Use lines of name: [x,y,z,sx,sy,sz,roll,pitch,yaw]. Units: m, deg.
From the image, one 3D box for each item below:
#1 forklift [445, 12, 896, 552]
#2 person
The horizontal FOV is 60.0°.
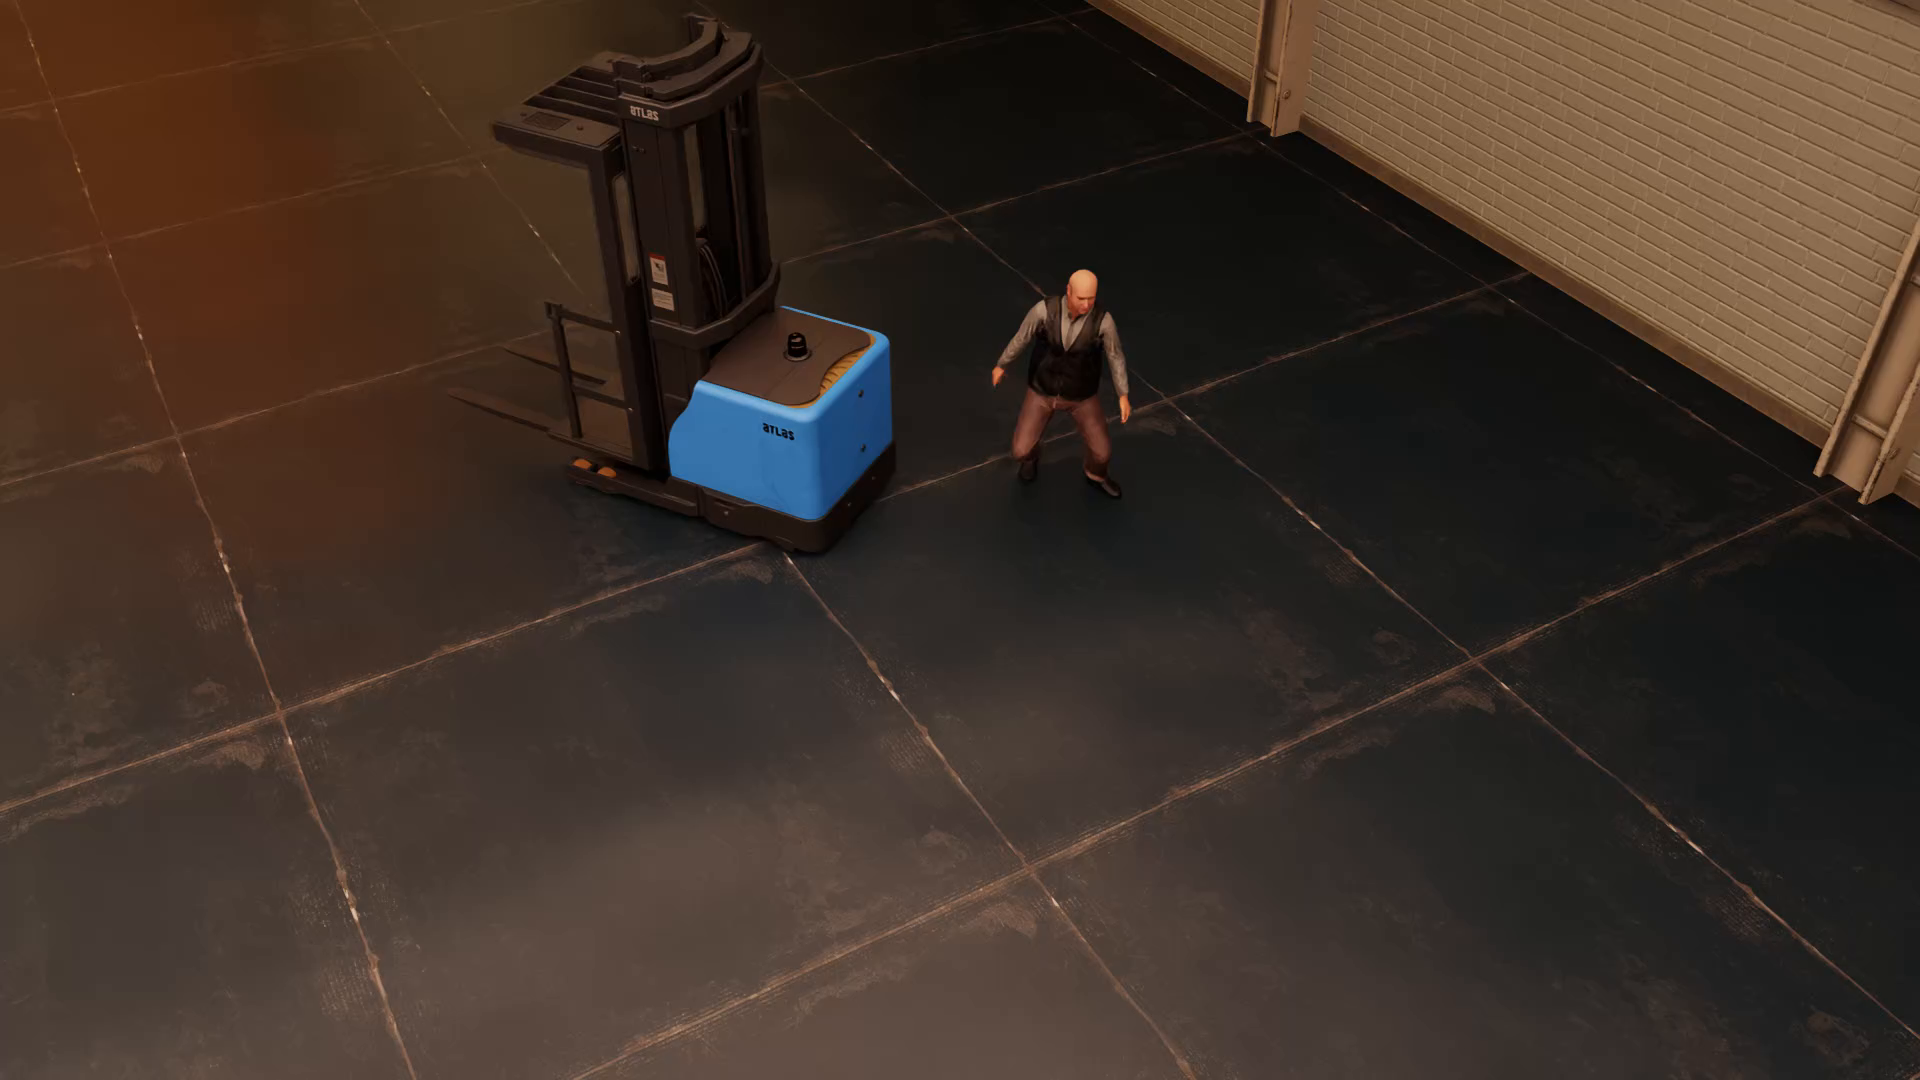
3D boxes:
forklift: [-1.967,-1.710,10.098,3.031,2.935,1.130,18,43,20]
person: [0.620,-0.943,10.199,0.882,1.637,0.488,8,40,9]
